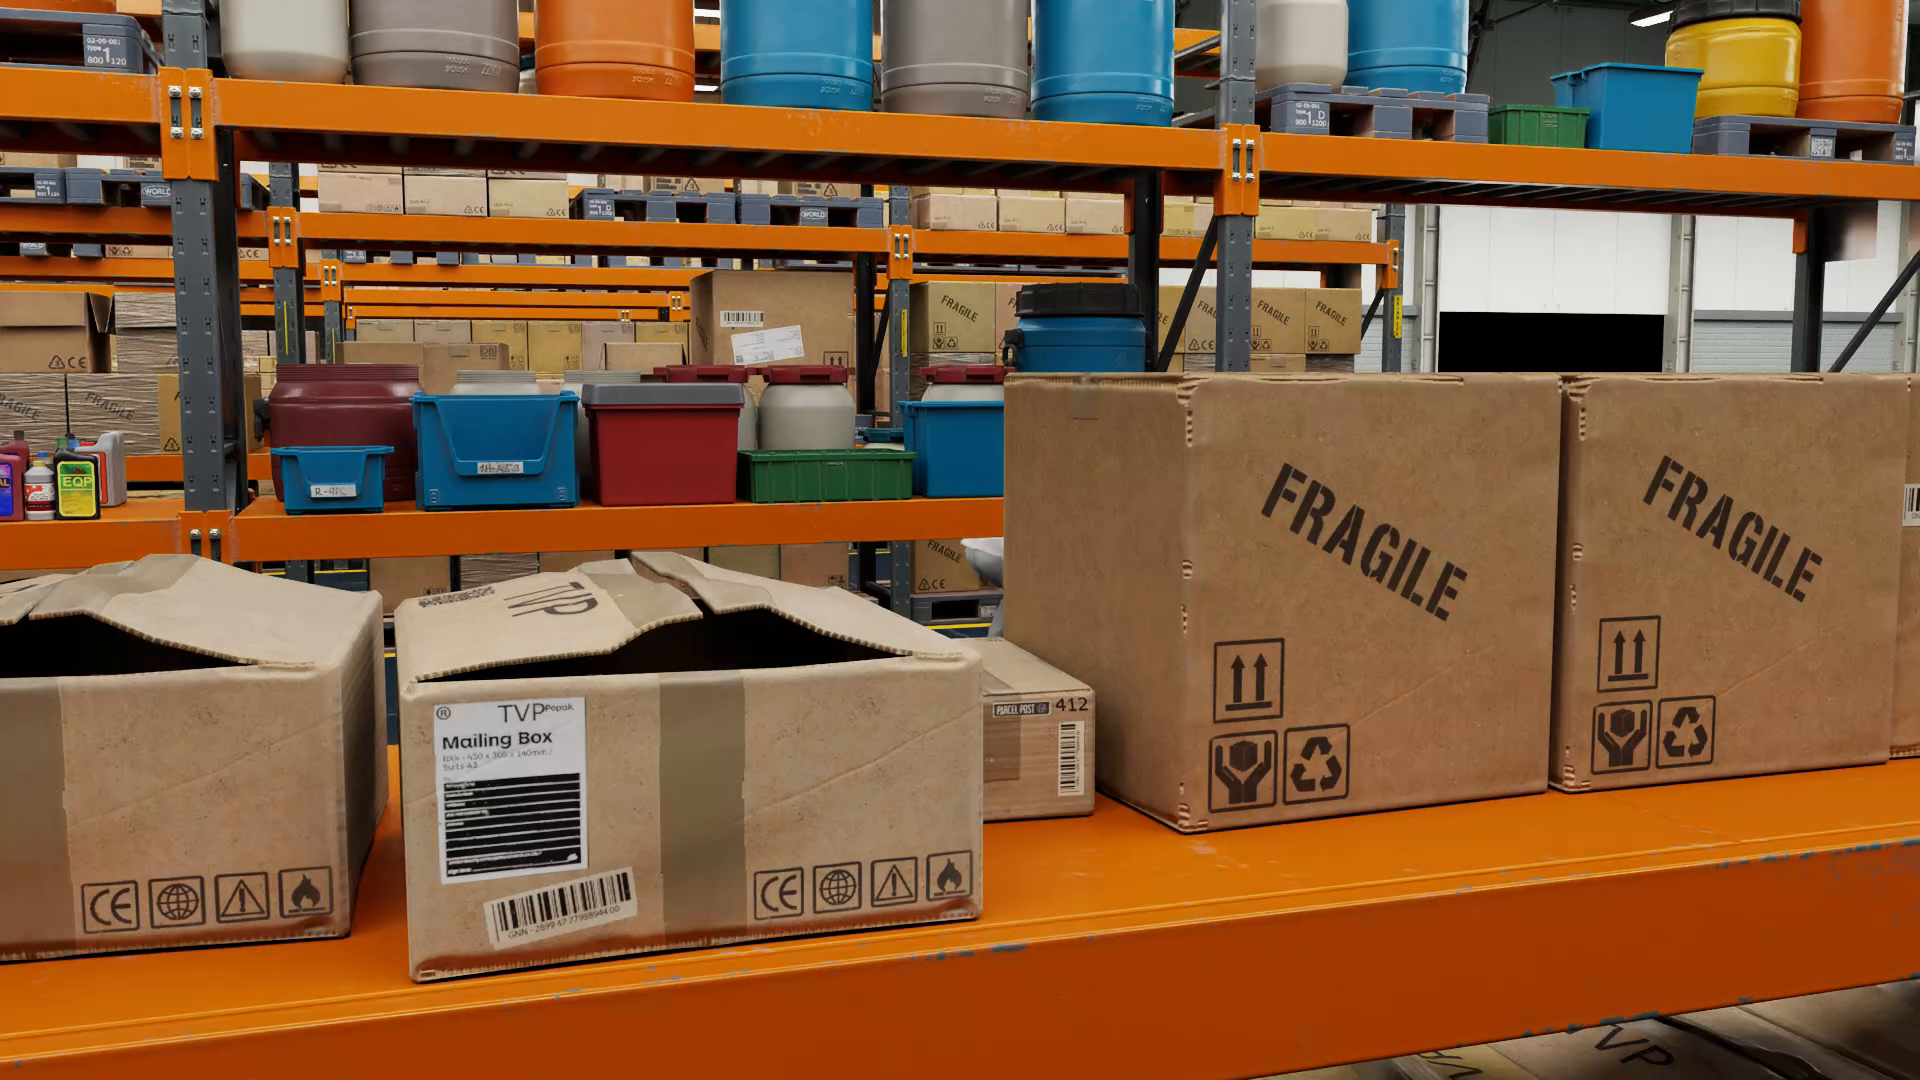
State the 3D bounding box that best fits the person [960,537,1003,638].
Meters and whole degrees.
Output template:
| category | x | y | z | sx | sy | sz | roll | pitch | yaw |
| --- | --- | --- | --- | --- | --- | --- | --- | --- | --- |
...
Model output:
| category | x | y | z | sx | sy | sz | roll | pitch | yaw |
| --- | --- | --- | --- | --- | --- | --- | --- | --- | --- |
| person | 0.514 | 0.229 | 10.582 | 1.029 | 1.042 | 0.541 | -2 | 6 | -21 |
